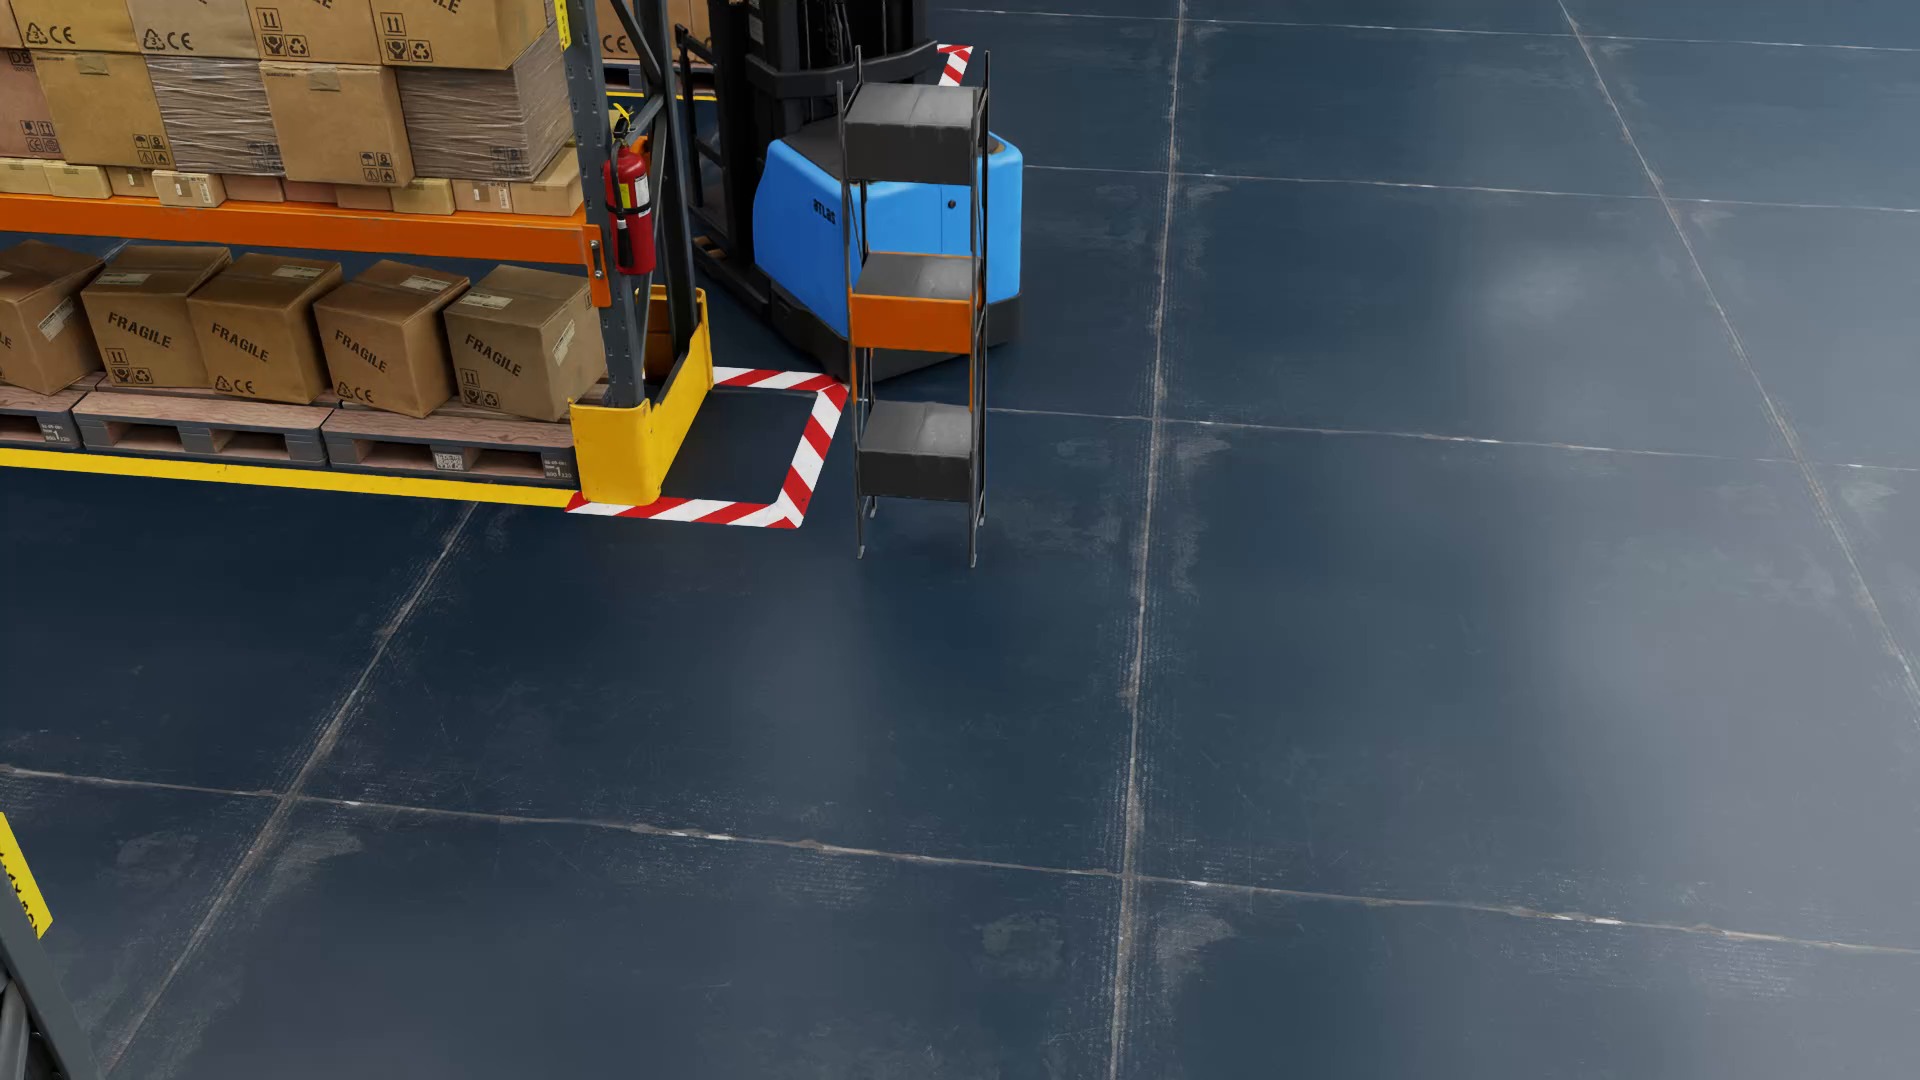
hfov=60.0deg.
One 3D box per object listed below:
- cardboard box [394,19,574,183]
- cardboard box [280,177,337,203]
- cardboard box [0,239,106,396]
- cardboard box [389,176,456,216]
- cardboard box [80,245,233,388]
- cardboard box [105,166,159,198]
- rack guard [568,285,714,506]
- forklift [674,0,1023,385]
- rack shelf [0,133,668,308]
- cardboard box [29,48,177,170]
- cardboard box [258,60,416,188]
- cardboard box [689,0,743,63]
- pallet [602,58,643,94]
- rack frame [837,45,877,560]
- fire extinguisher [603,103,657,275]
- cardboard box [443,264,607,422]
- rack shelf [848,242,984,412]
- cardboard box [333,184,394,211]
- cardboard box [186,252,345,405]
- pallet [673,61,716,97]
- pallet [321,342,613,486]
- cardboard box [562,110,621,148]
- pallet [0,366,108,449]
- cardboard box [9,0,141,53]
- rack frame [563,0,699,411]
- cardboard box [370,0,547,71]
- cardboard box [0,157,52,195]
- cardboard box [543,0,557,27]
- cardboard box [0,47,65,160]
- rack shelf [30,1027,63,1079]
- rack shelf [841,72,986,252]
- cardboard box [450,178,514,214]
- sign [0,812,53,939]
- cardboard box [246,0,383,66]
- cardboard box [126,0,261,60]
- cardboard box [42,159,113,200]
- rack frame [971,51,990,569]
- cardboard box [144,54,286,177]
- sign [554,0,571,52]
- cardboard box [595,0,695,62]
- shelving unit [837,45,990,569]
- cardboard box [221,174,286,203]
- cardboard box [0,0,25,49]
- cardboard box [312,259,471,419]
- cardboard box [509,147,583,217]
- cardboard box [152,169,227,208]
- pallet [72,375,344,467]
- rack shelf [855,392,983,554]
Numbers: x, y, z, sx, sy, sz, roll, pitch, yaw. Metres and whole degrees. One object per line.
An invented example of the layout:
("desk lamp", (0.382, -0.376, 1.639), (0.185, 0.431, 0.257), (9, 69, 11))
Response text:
("cardboard box", (-1.939, -1.930, 7.031), (0.500, 0.500, 0.875), (4, 36, 6))
("cardboard box", (-2.697, -1.590, 7.111), (0.250, 0.149, 0.380), (4, 36, 6))
("cardboard box", (-4.404, -1.071, 7.959), (0.500, 0.500, 0.500), (16, 38, 21))
("cardboard box", (-2.209, -1.520, 7.014), (0.250, 0.149, 0.380), (4, 36, 6))
("cardboard box", (-3.778, -1.070, 7.958), (0.500, 0.500, 0.500), (1, 36, 2))
("cardboard box", (-3.446, -1.621, 7.156), (0.250, 0.149, 0.380), (4, 36, 6))
("rack guard", (-1.473, -0.700, 7.801), (0.348, 0.500, 1.175), (4, 36, 6))
("forklift", (-0.891, -2.782, 8.624), (1.130, 2.935, 3.031), (-20, 40, -26))
("rack shelf", (-3.381, -1.567, 7.483), (4.000, 0.370, 1.077), (4, 36, 6))
("cardboard box", (-3.435, -2.004, 7.134), (0.500, 0.500, 0.875), (4, 36, 6))
("cardboard box", (-2.450, -1.898, 6.986), (0.500, 0.500, 0.875), (4, 36, 6))
("cardboard box", (-1.346, -3.881, 11.573), (0.875, 0.875, 0.875), (4, 36, 6))
("pallet", (-2.675, -3.533, 12.019), (1.213, 0.211, 1.003), (4, 36, 6))
("rack frame", (-0.406, -0.885, 6.683), (0.015, 2.100, 0.400), (4, 36, 6))
("fire extinguisher", (-1.342, -1.407, 6.706), (0.183, 0.674, 0.296), (4, 36, 6))
("cardboard box", (-2.014, -0.922, 7.749), (0.500, 0.500, 0.500), (11, 37, 15))
("rack shelf", (-0.164, -0.856, 6.665), (0.480, 0.518, 0.431), (4, 36, 6))
("cardboard box", (-2.455, -1.547, 7.052), (0.250, 0.149, 0.380), (4, 36, 6))
("cardboard box", (-3.230, -1.003, 7.864), (0.500, 0.500, 0.500), (7, 36, 10))
("pallet", (-1.468, -3.442, 11.891), (1.213, 0.211, 1.003), (4, 36, 6))
("pallet", (-2.274, -0.663, 7.998), (1.213, 0.211, 1.003), (4, 36, 6))
("cardboard box", (-1.650, -1.768, 7.362), (0.250, 0.149, 0.380), (4, 36, 6))
("pallet", (-4.694, -0.844, 8.251), (1.213, 0.211, 1.003), (4, 36, 6))
("cardboard box", (-3.461, -2.293, 6.678), (0.500, 0.500, 0.500), (4, 36, 6))
("rack frame", (-1.397, -1.712, 7.067), (0.127, 3.000, 1.000), (4, 36, 6))
("cardboard box", (-1.974, -2.179, 6.519), (0.500, 0.500, 0.500), (4, 36, 6))
("cardboard box", (-3.947, -1.638, 7.180), (0.250, 0.149, 0.380), (4, 36, 6))
("cardboard box", (-1.908, -2.479, 6.938), (0.500, 0.500, 0.500), (4, 36, 6))
("cardboard box", (-3.926, -2.065, 7.219), (0.500, 0.500, 0.875), (4, 36, 6))
("rack shelf", (-4.012, 1.286, 3.485), (4.000, 0.370, 1.077), (4, 36, 6))
("rack shelf", (-0.164, -1.426, 6.258), (0.480, 0.518, 0.431), (4, 36, 6))
("cardboard box", (-1.954, -1.531, 7.029), (0.250, 0.149, 0.380), (4, 36, 6))
("sign", (-1.954, 0.712, 3.432), (0.005, 0.325, 0.100), (4, 36, 6))
("cardboard box", (-2.471, -2.213, 6.566), (0.500, 0.500, 0.500), (4, 36, 6))
("cardboard box", (-2.967, -2.251, 6.620), (0.500, 0.500, 0.500), (4, 36, 6))
("cardboard box", (-3.700, -1.613, 7.145), (0.250, 0.149, 0.380), (4, 36, 6))
("rack frame", (0.078, -0.849, 6.632), (0.015, 2.100, 0.400), (4, 36, 6))
("cardboard box", (-2.941, -1.960, 7.072), (0.500, 0.500, 0.875), (4, 36, 6))
("sign", (-1.488, -1.994, 6.193), (0.005, 0.325, 0.100), (4, 36, 6))
("cardboard box", (-2.219, -3.945, 11.663), (0.875, 0.875, 0.875), (4, 36, 5))
("shelving unit", (-0.164, -0.867, 6.657), (0.503, 2.100, 0.431), (4, 36, 6))
("cardboard box", (-2.948, -1.595, 7.119), (0.250, 0.149, 0.380), (4, 36, 6))
("cardboard box", (-3.959, -2.324, 6.721), (0.500, 0.500, 0.500), (4, 36, 6))
("cardboard box", (-2.612, -0.946, 7.784), (0.500, 0.500, 0.500), (14, 38, 18))
("cardboard box", (-1.706, -1.512, 7.003), (0.250, 0.149, 0.380), (4, 36, 6))
("cardboard box", (-3.207, -1.563, 7.074), (0.250, 0.149, 0.380), (4, 36, 6))
("pallet", (-3.481, -0.755, 8.126), (1.213, 0.211, 1.003), (4, 36, 6))
("rack shelf", (-0.164, -0.286, 7.072), (0.480, 0.518, 0.431), (4, 36, 6))
